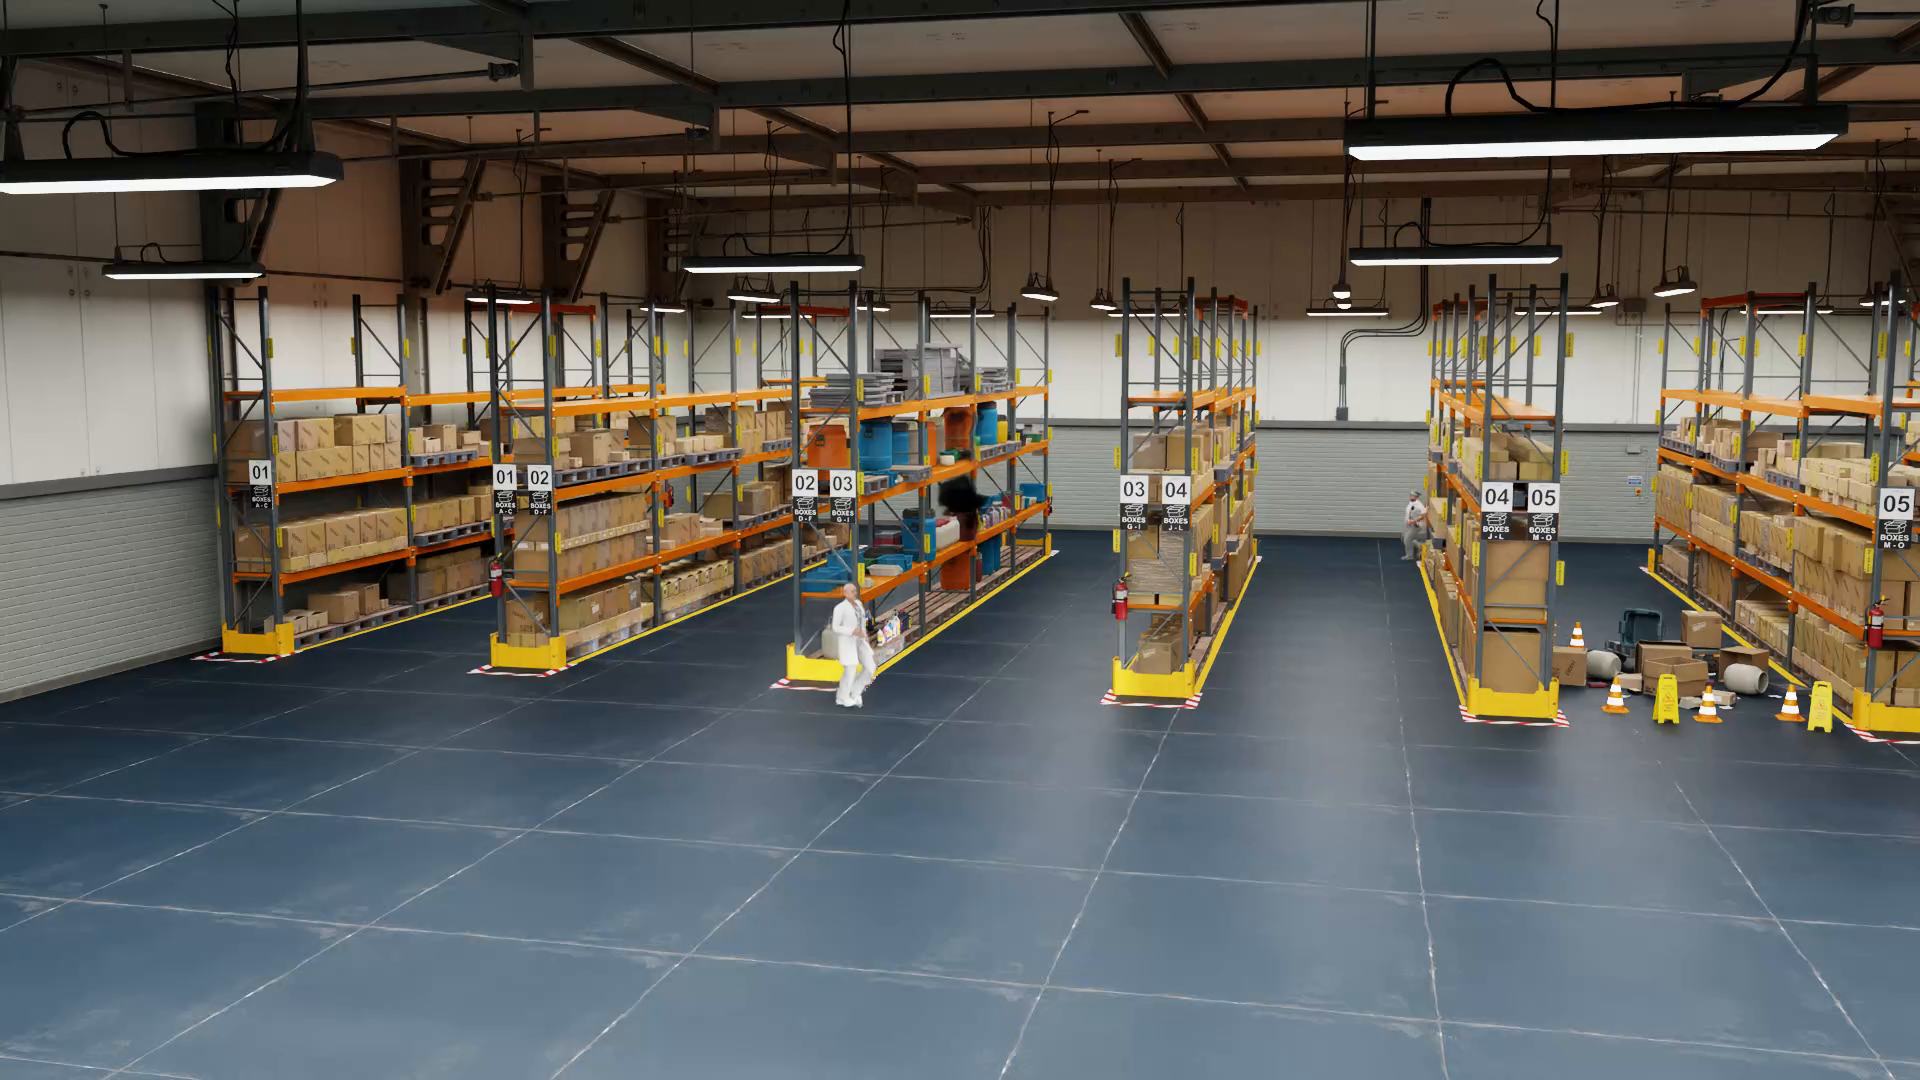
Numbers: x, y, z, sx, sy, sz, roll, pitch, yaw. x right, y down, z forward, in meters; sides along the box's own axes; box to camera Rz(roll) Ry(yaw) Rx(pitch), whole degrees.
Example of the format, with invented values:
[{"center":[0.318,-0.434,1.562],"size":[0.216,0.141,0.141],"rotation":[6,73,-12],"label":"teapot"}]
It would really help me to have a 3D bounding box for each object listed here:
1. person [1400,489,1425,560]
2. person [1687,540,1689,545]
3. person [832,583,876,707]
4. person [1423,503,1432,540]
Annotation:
[{"center":[10.814,-0.360,39.376],"size":[0.608,1.711,0.686],"rotation":[-1,7,-7],"label":"person"},{"center":[16.971,-0.225,37.986],"size":[0.718,1.797,0.715],"rotation":[-6,9,-40],"label":"person"},{"center":[-1.468,1.486,23.130],"size":[0.721,1.753,0.682],"rotation":[6,9,44],"label":"person"},{"center":[11.406,-0.409,39.644],"size":[0.862,1.839,0.639],"rotation":[-2,7,-14],"label":"person"}]
